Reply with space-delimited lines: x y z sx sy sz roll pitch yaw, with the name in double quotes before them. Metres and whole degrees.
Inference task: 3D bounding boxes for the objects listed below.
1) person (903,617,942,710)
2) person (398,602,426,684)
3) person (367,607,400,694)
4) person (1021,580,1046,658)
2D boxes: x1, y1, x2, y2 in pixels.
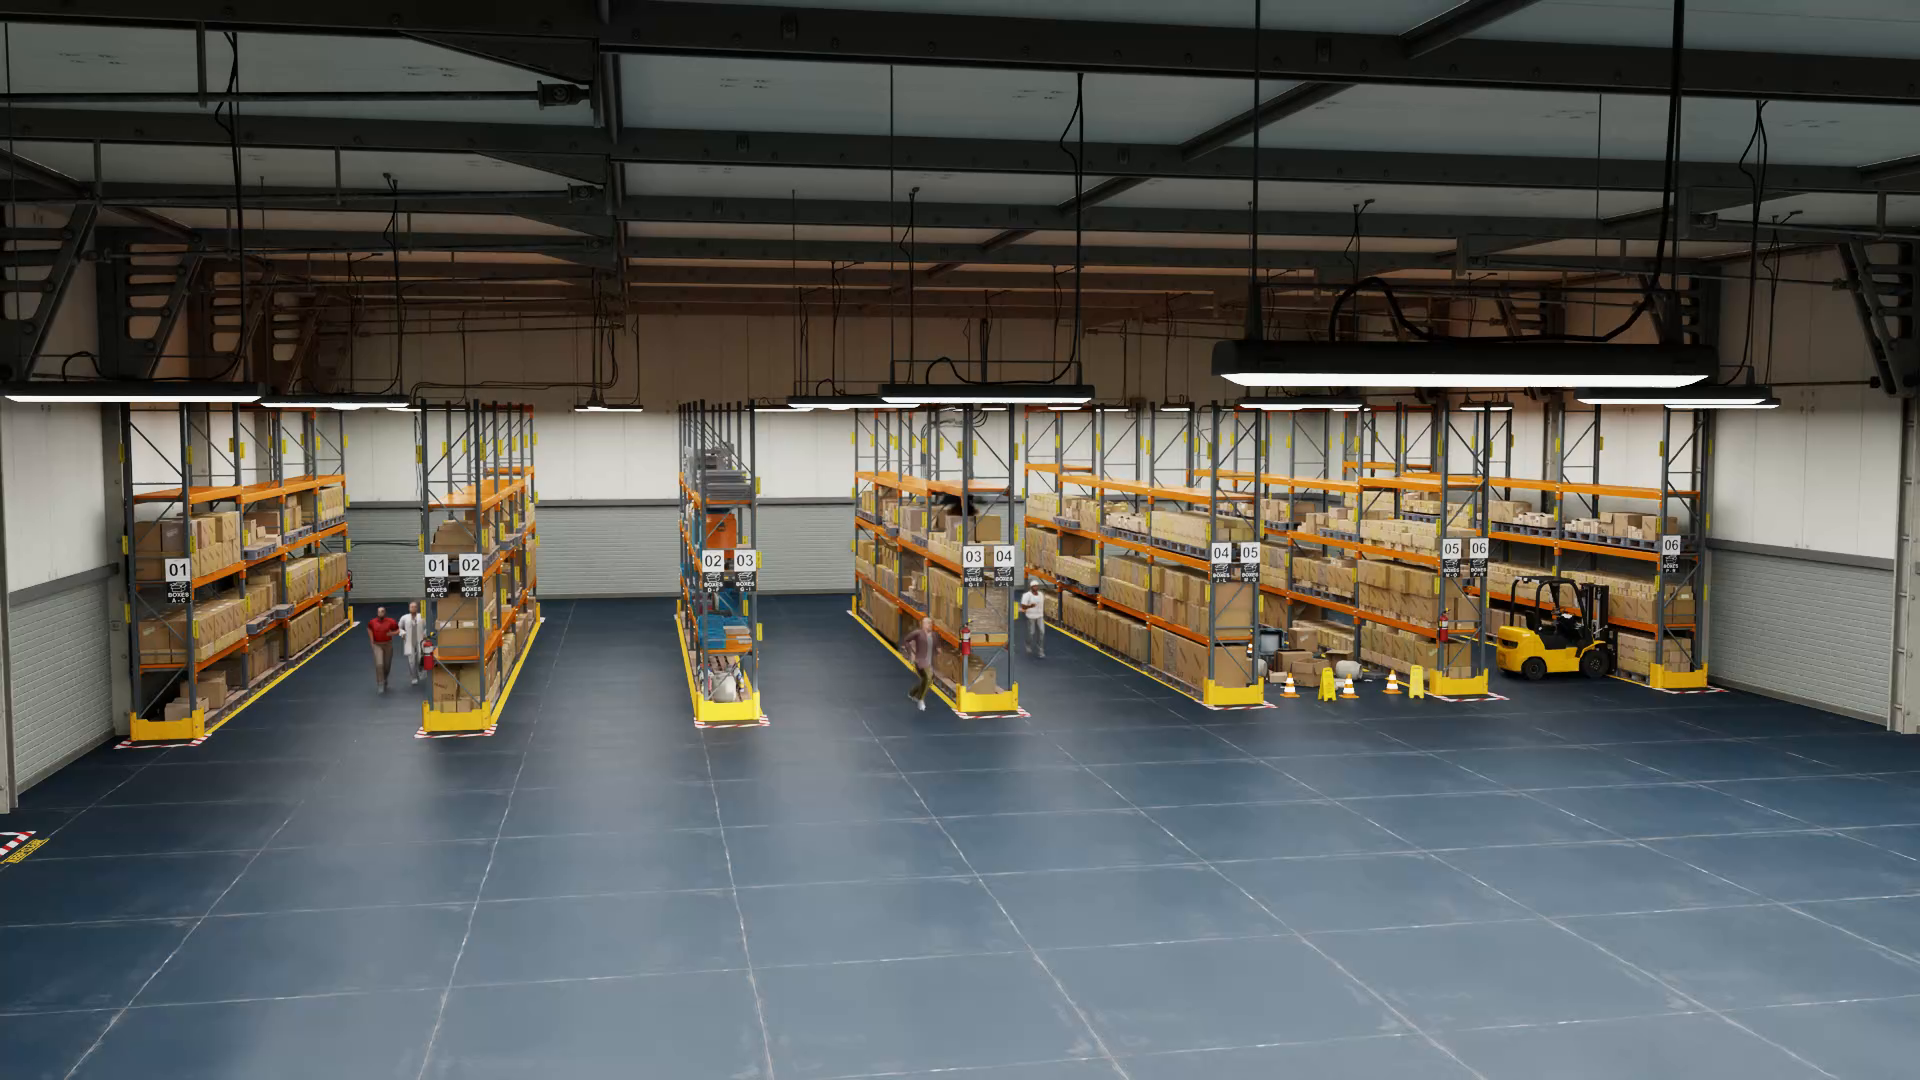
"person" -0.677 2.319 31.593 0.704 1.708 0.843 -4 6 -39
"person" -11.590 2.190 35.333 0.705 1.727 0.661 -1 5 -17
"person" -11.956 2.262 34.540 0.637 1.775 0.890 -2 5 -21
"person" 1.766 1.853 39.353 0.682 1.808 0.807 -2 5 -19
